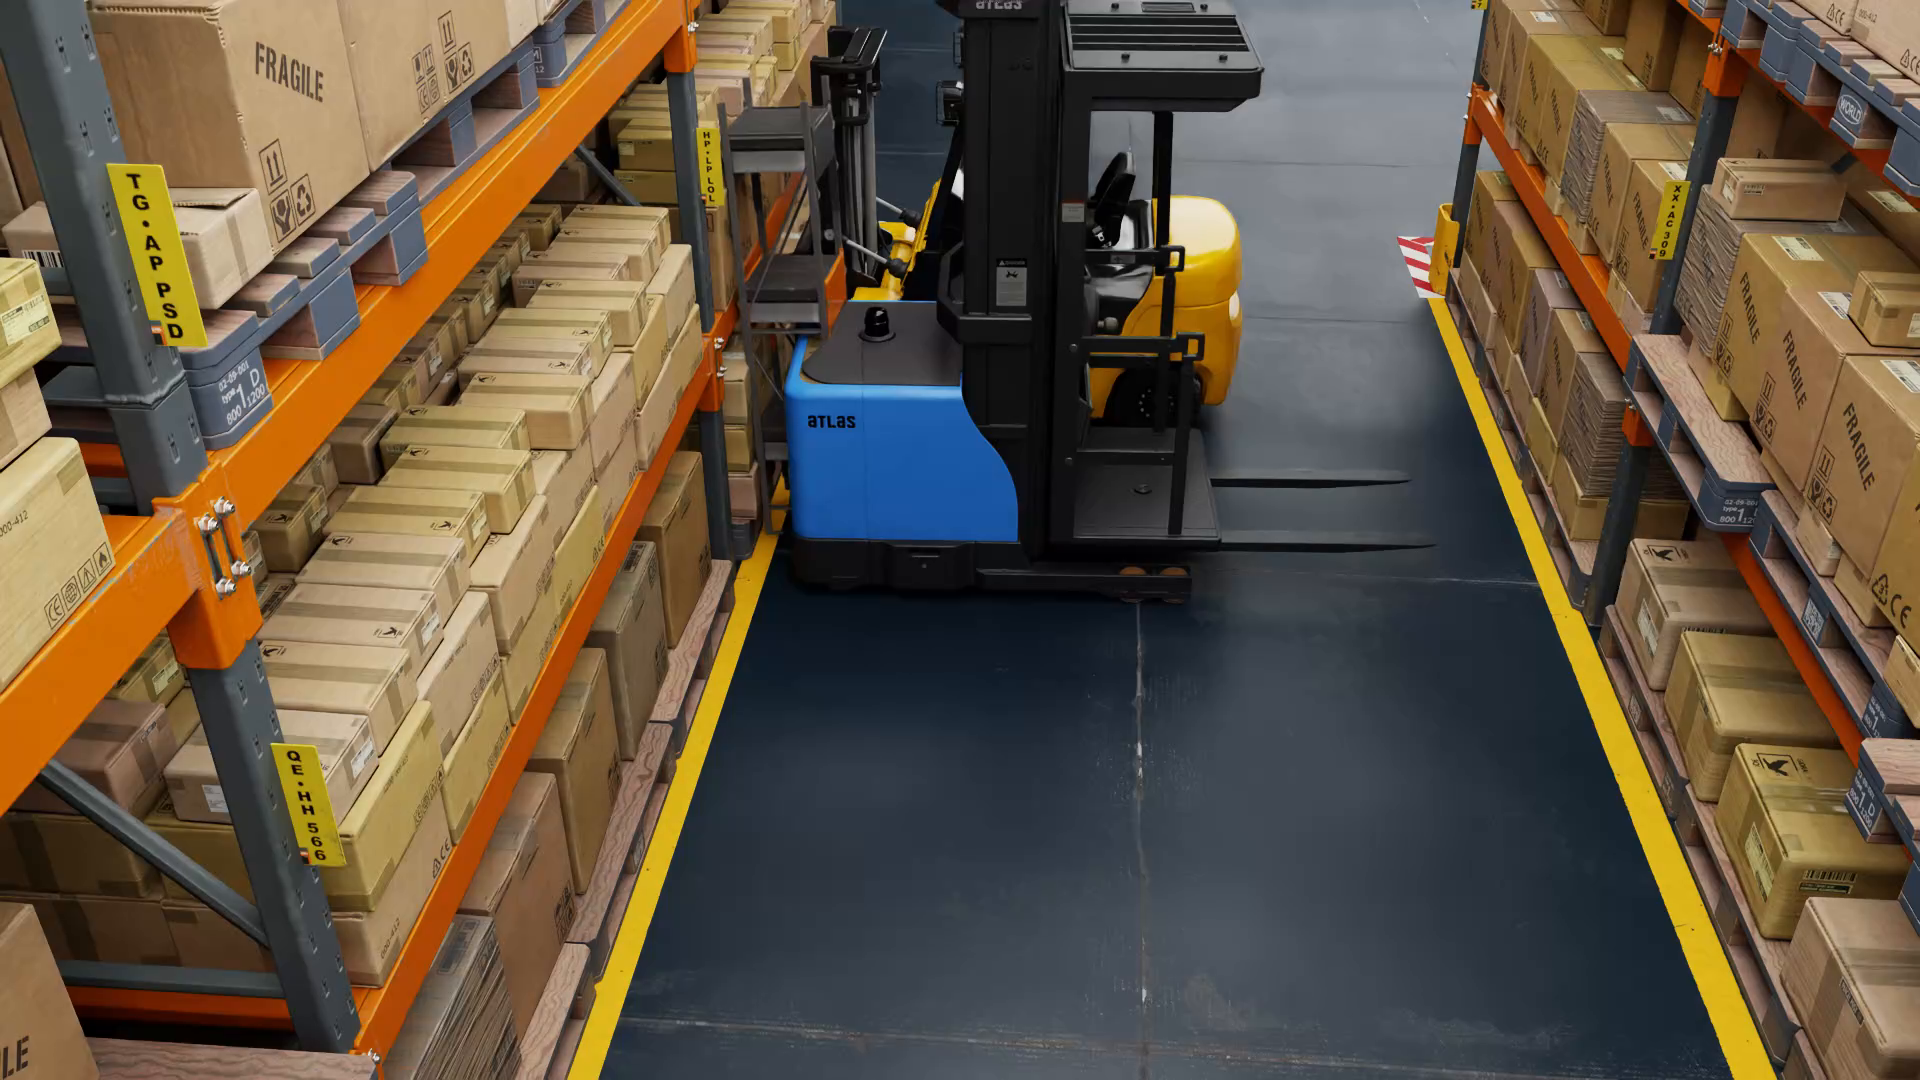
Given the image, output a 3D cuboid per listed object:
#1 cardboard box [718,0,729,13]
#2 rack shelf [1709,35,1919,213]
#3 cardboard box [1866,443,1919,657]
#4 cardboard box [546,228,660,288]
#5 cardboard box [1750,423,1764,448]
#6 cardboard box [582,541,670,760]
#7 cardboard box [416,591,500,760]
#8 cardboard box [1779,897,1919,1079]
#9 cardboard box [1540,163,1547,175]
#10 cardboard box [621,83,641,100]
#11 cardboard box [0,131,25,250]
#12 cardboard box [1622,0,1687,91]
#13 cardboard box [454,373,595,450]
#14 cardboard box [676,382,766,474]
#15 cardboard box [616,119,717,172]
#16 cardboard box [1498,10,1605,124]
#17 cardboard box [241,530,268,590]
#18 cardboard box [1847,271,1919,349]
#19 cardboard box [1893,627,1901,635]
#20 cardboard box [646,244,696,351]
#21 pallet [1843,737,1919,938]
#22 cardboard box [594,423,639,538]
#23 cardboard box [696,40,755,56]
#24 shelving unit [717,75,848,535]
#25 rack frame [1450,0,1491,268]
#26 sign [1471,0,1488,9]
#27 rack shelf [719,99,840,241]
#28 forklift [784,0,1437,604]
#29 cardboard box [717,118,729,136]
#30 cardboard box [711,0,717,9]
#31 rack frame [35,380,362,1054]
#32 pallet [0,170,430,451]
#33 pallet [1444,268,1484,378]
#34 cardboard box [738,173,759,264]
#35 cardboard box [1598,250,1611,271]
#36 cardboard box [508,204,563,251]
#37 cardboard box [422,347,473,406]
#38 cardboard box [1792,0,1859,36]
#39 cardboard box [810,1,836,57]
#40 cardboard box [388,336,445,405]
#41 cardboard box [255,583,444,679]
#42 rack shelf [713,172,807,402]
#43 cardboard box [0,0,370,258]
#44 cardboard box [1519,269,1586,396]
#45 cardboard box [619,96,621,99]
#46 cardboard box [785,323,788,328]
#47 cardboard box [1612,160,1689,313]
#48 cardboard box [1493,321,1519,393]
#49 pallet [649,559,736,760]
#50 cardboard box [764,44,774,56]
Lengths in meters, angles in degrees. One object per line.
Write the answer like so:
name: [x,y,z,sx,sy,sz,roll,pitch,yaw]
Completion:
cardboard box: [-1.145,-3.041,9.329,0.380,0.149,0.250,3,32,4]
rack shelf: [3.211,-0.811,4.533,1.077,0.370,4.000,2,32,4]
cardboard box: [2.879,0.073,4.493,0.500,0.500,0.500,0,32,1]
cardboard box: [-1.383,-1.091,6.447,0.380,0.149,0.250,2,32,3]
cardboard box: [3.038,-0.401,5.880,0.380,0.149,0.250,4,32,7]
cardboard box: [-1.676,0.415,6.581,0.875,0.625,0.625,2,32,3]
cardboard box: [-1.578,0.363,4.468,0.500,0.250,0.500,3,32,6]
cardboard box: [3.156,1.464,5.119,0.950,0.372,0.625,2,32,3]
cardboard box: [3.341,-2.026,8.917,0.380,0.149,0.250,3,32,6]
cardboard box: [-1.692,-2.127,8.129,0.380,0.149,0.250,3,32,6]
cardboard box: [-2.096,-0.829,3.524,0.500,0.250,0.500,2,32,4]
cardboard box: [3.709,-2.506,8.125,0.700,0.500,0.500,2,32,4]
cardboard box: [-1.399,-0.415,5.351,0.380,0.149,0.250,2,32,3]
cardboard box: [-1.227,-0.557,8.038,0.500,0.250,0.500,2,32,4]
cardboard box: [-1.252,-1.695,7.145,0.380,0.149,0.250,3,32,5]
cardboard box: [3.345,-2.640,9.296,0.500,0.500,0.500,3,32,5]
cardboard box: [-2.132,0.092,4.527,0.380,0.149,0.250,2,32,3]
cardboard box: [2.997,-0.707,5.140,0.380,0.149,0.250,4,32,7]
cardboard box: [2.949,0.274,4.786,0.380,0.149,0.250,3,32,4]
cardboard box: [-1.359,-0.977,6.643,0.500,0.250,0.500,2,32,3]
pallet: [3.000,0.910,4.097,1.213,0.211,1.003,2,32,4]
cardboard box: [-1.460,-0.236,5.917,0.500,0.250,0.500,3,32,4]
cardboard box: [-1.226,-2.372,8.243,0.380,0.149,0.250,2,32,4]
shelving unit: [-0.775,-1.070,7.856,0.431,2.100,0.503,1,28,7]
rack frame: [3.699,-2.977,10.222,1.000,3.000,0.127,2,32,4]
sign: [3.159,-3.369,10.033,0.100,0.325,0.005,2,32,4]
rack shelf: [-0.806,-1.676,7.534,0.431,0.518,0.480,1,28,7]
forklift: [0.733,-1.236,7.462,3.031,2.935,1.130,1,32,1]
cardboard box: [-1.273,-1.843,7.668,0.380,0.149,0.250,2,32,4]
cardboard box: [-1.586,-3.064,9.365,0.380,0.149,0.250,3,32,4]
rack frame: [-1.899,0.996,3.775,1.000,3.000,0.127,2,32,4]
pallet: [-1.933,-0.560,3.620,1.213,0.211,1.003,4,32,6]
pallet: [3.592,-1.327,10.203,1.003,0.211,1.213,2,32,4]
cardboard box: [-1.252,-1.632,7.945,0.500,0.500,0.500,3,32,5]
cardboard box: [3.243,-1.353,7.826,0.380,0.149,0.250,2,32,3]
cardboard box: [-1.816,-1.240,6.690,0.380,0.149,0.250,2,32,3]
cardboard box: [-1.975,-0.460,5.804,0.500,0.250,0.500,2,32,3]
cardboard box: [2.886,-1.724,5.072,0.500,0.250,0.500,2,32,3]
cardboard box: [-1.026,-2.962,10.101,0.500,0.500,0.500,2,32,3]
cardboard box: [-1.973,-0.576,5.611,0.380,0.149,0.250,2,32,4]
cardboard box: [-1.564,0.248,4.275,0.380,0.149,0.250,3,32,5]
rack shelf: [-1.411,-1.836,9.055,1.077,0.370,4.000,2,32,4]
cardboard box: [-1.598,-0.914,3.423,0.500,0.500,0.500,3,32,4]
cardboard box: [3.234,-1.067,8.628,0.500,0.500,0.500,4,32,7]
cardboard box: [-1.821,-2.123,7.839,0.380,0.149,0.250,2,32,3]
cardboard box: [-1.141,-1.297,8.763,0.500,0.250,0.500,3,32,6]
cardboard box: [3.162,-1.298,7.118,0.500,0.500,0.500,2,32,3]
cardboard box: [3.277,-1.023,9.272,0.500,0.250,0.500,5,32,7]
pallet: [-1.595,0.478,7.273,1.003,0.211,1.213,2,32,4]
cardboard box: [-1.187,-2.515,8.758,0.380,0.149,0.250,2,32,4]
